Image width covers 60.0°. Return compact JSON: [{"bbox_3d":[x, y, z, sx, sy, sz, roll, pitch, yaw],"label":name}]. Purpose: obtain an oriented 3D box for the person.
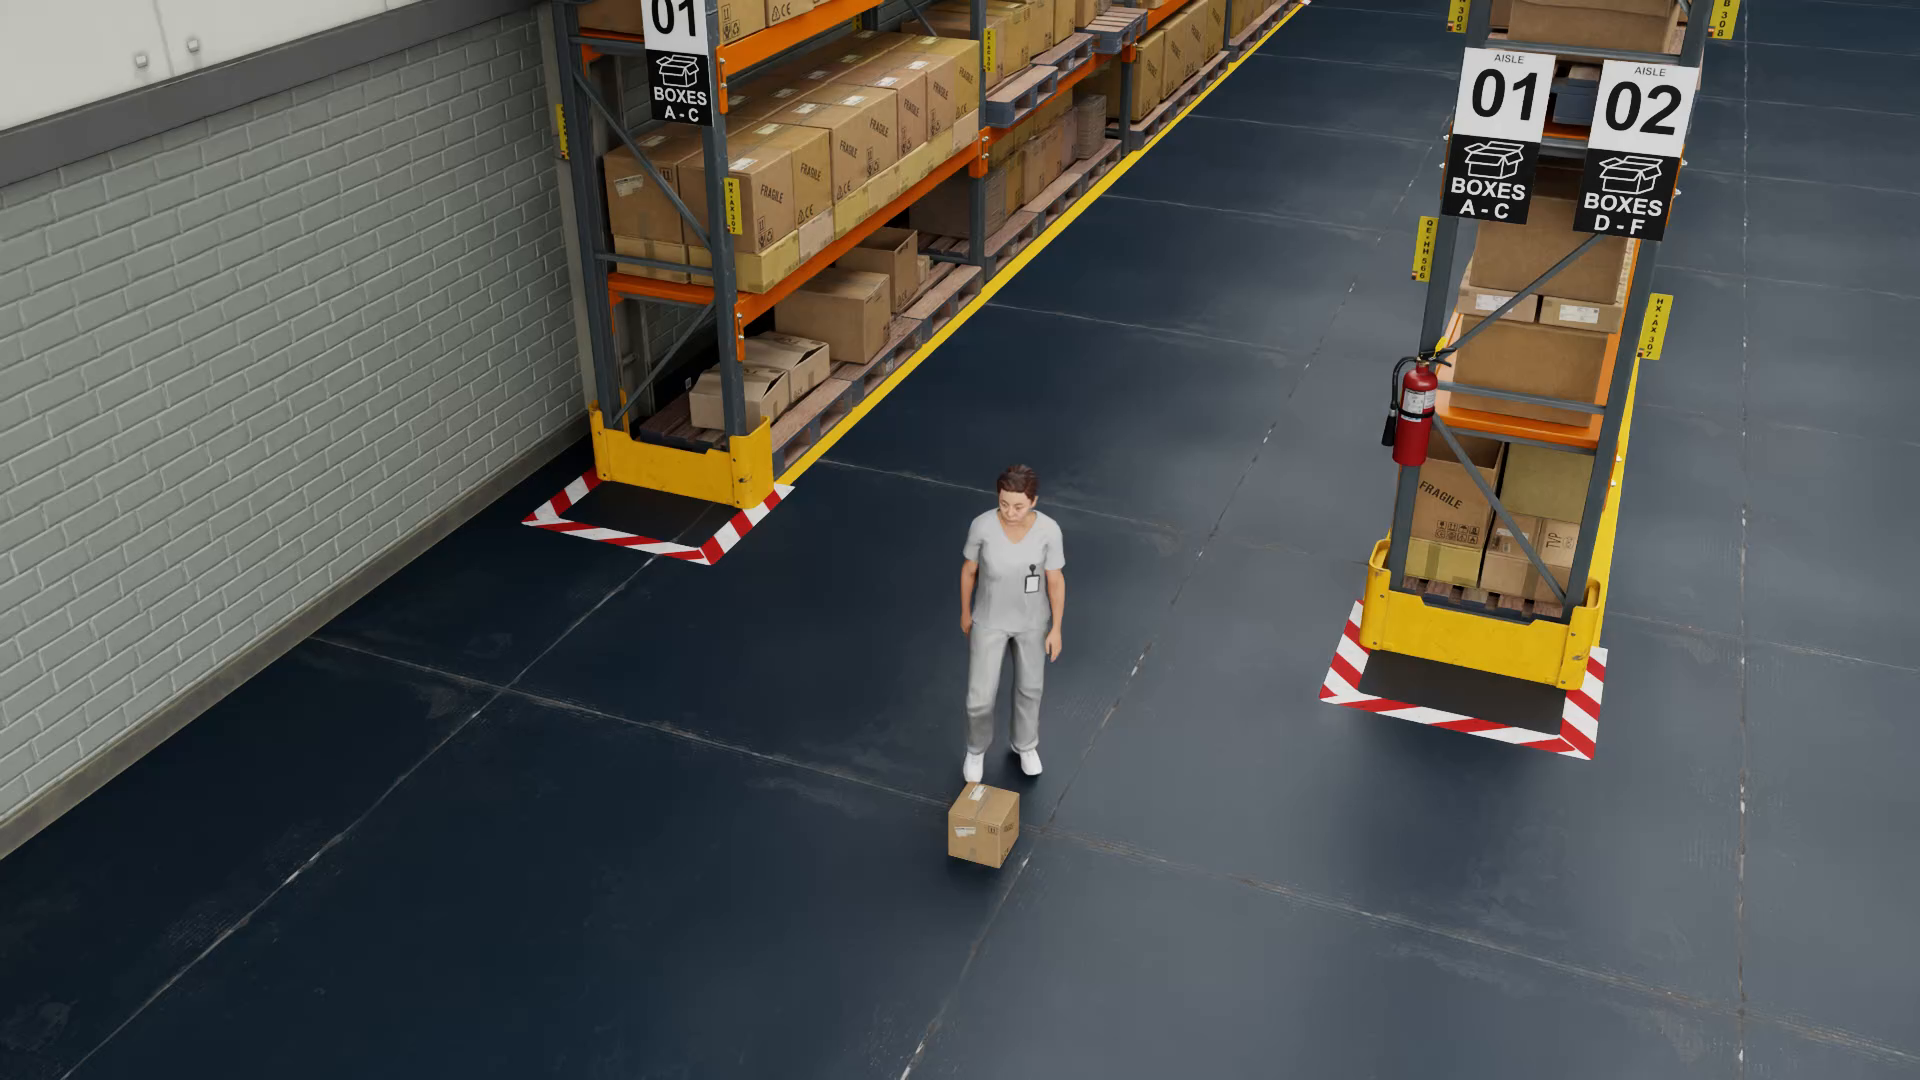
[{"bbox_3d":[0.240,0.391,7.687,0.472,1.685,0.405,-4,30,-6],"label":"person"}]
